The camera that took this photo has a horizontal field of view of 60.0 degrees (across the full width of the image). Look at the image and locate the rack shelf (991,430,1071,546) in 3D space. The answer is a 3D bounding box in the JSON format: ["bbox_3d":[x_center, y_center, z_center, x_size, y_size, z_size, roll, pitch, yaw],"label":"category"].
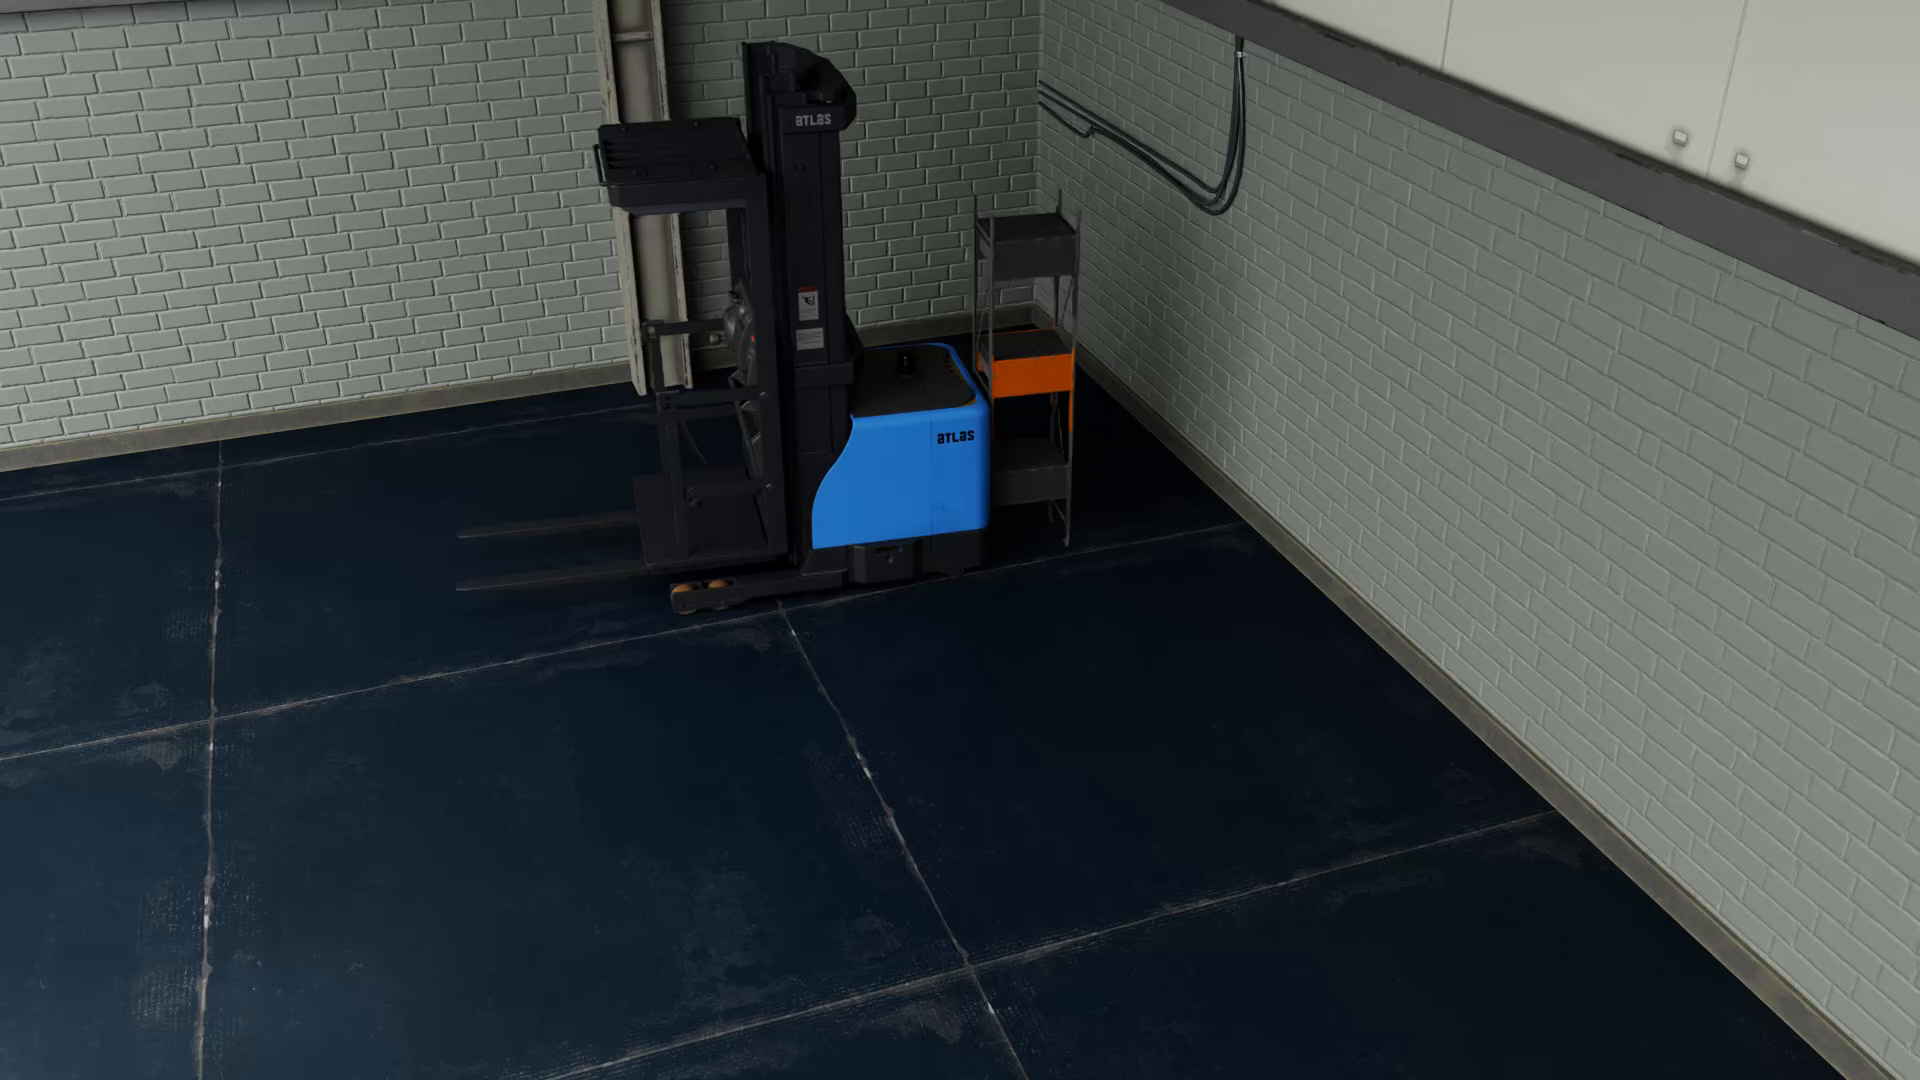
[{"bbox_3d":[0.366,-0.317,9.977,0.480,0.518,0.431,-7,30,-12],"label":"rack shelf"}]

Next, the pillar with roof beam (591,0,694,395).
[{"bbox_3d":[-0.664,-3.053,6.369,0.400,9.000,9.100,-10,31,-18],"label":"pillar with roof beam"}]

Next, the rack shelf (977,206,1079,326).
[{"bbox_3d":[0.366,-1.533,9.284,0.480,0.518,0.431,-7,30,-12],"label":"rack shelf"}]

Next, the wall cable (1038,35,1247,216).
[{"bbox_3d":[1.057,-3.596,10.459,0.112,2.526,3.097,-10,31,-18],"label":"wall cable"}]

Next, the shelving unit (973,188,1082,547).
[{"bbox_3d":[0.366,-0.937,9.624,0.503,2.100,0.431,-7,30,-12],"label":"shelving unit"}]

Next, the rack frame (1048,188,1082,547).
[{"bbox_3d":[0.603,-0.965,9.674,0.015,2.100,0.400,-7,30,-12],"label":"rack frame"}]

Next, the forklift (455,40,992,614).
[{"bbox_3d":[-1.390,-1.144,9.148,3.031,2.935,1.130,-7,30,-12],"label":"forklift"}]

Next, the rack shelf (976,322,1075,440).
[{"bbox_3d":[0.366,-0.925,9.631,0.480,0.518,0.431,-7,30,-12],"label":"rack shelf"}]

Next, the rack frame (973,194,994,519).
[{"bbox_3d":[0.129,-0.908,9.573,0.015,2.100,0.400,-7,30,-12],"label":"rack frame"}]
